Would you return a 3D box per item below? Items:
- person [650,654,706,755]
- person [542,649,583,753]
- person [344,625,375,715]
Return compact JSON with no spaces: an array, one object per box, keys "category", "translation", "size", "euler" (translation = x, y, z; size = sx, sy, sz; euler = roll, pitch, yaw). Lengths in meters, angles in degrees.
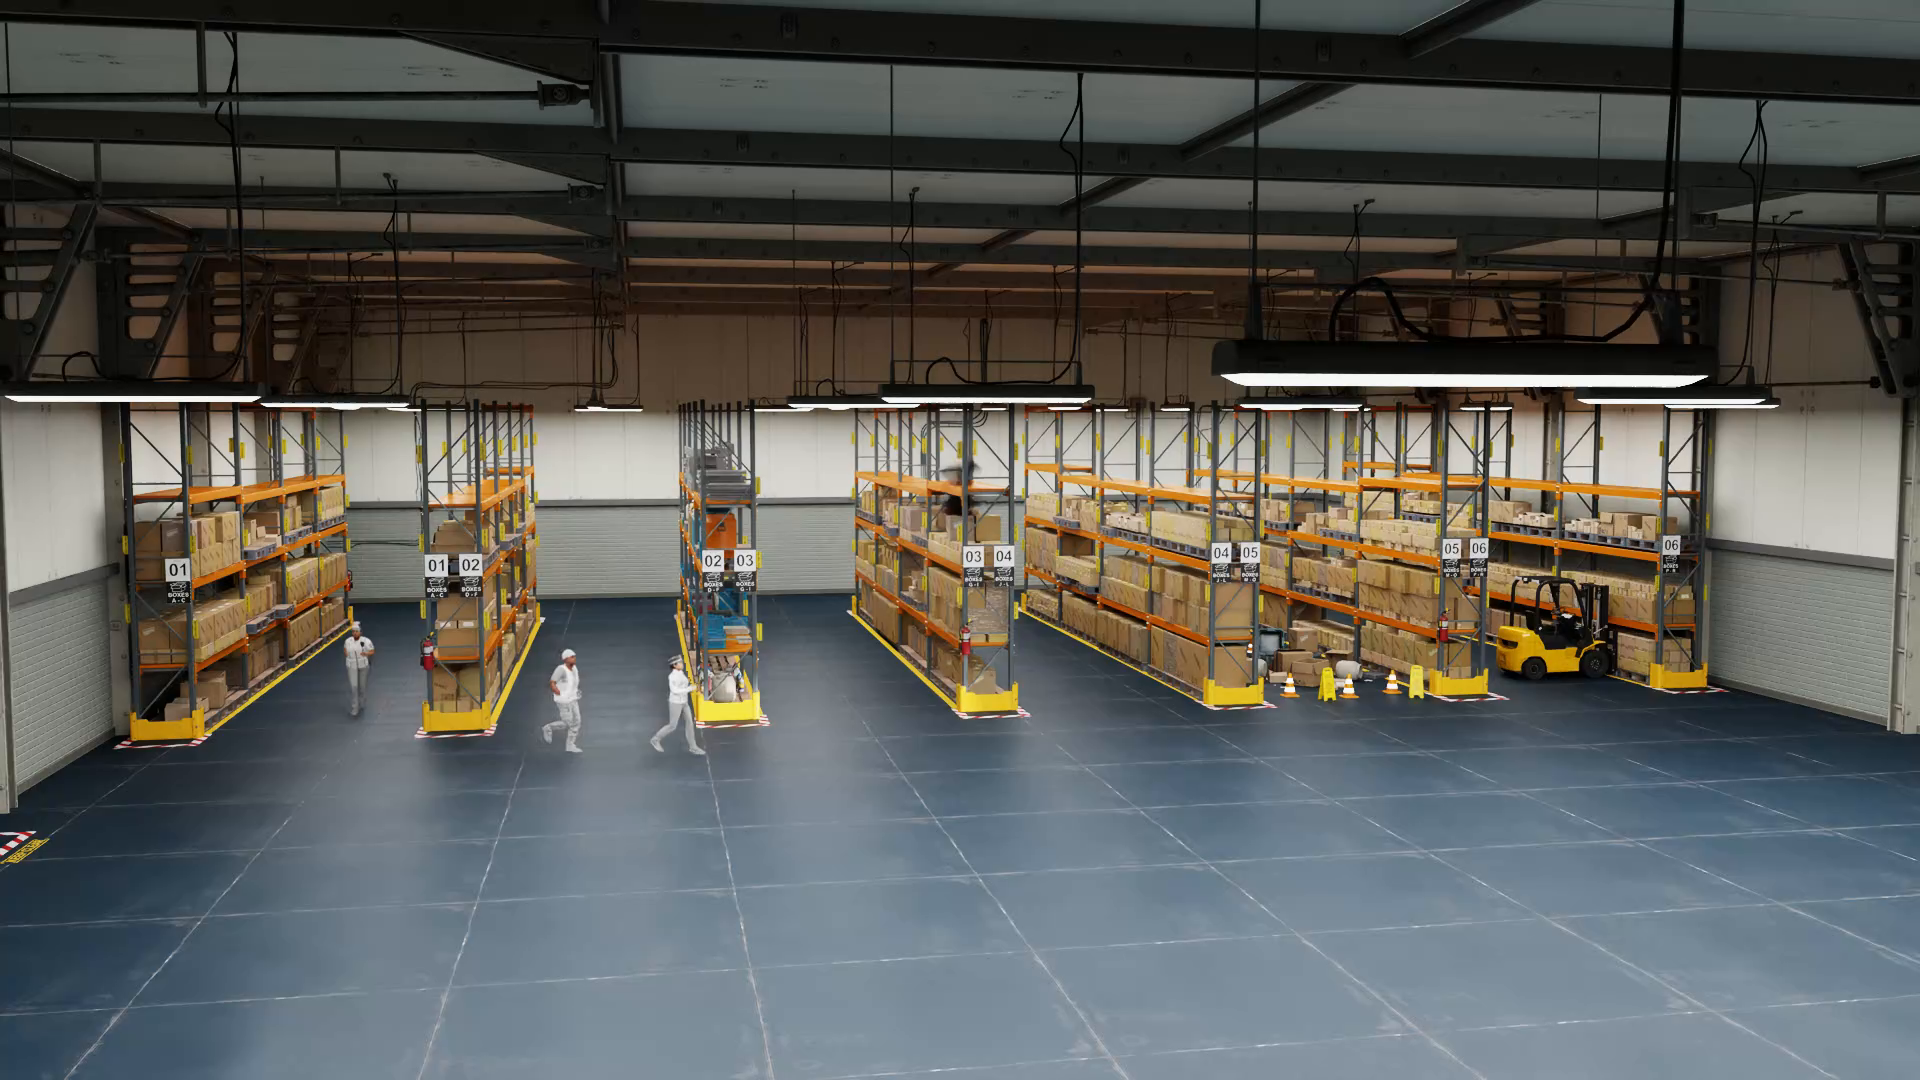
[{"category":"person","translation":[-4.738,2.754,27.899],"size":[0.922,1.690,0.614],"euler":[1,4,11]},{"category":"person","translation":[-6.740,2.727,28.287],"size":[0.733,1.748,0.705],"euler":[1,4,14]},{"category":"person","translation":[-11.569,2.485,32.048],"size":[0.581,1.721,0.814],"euler":[-1,5,-18]}]
